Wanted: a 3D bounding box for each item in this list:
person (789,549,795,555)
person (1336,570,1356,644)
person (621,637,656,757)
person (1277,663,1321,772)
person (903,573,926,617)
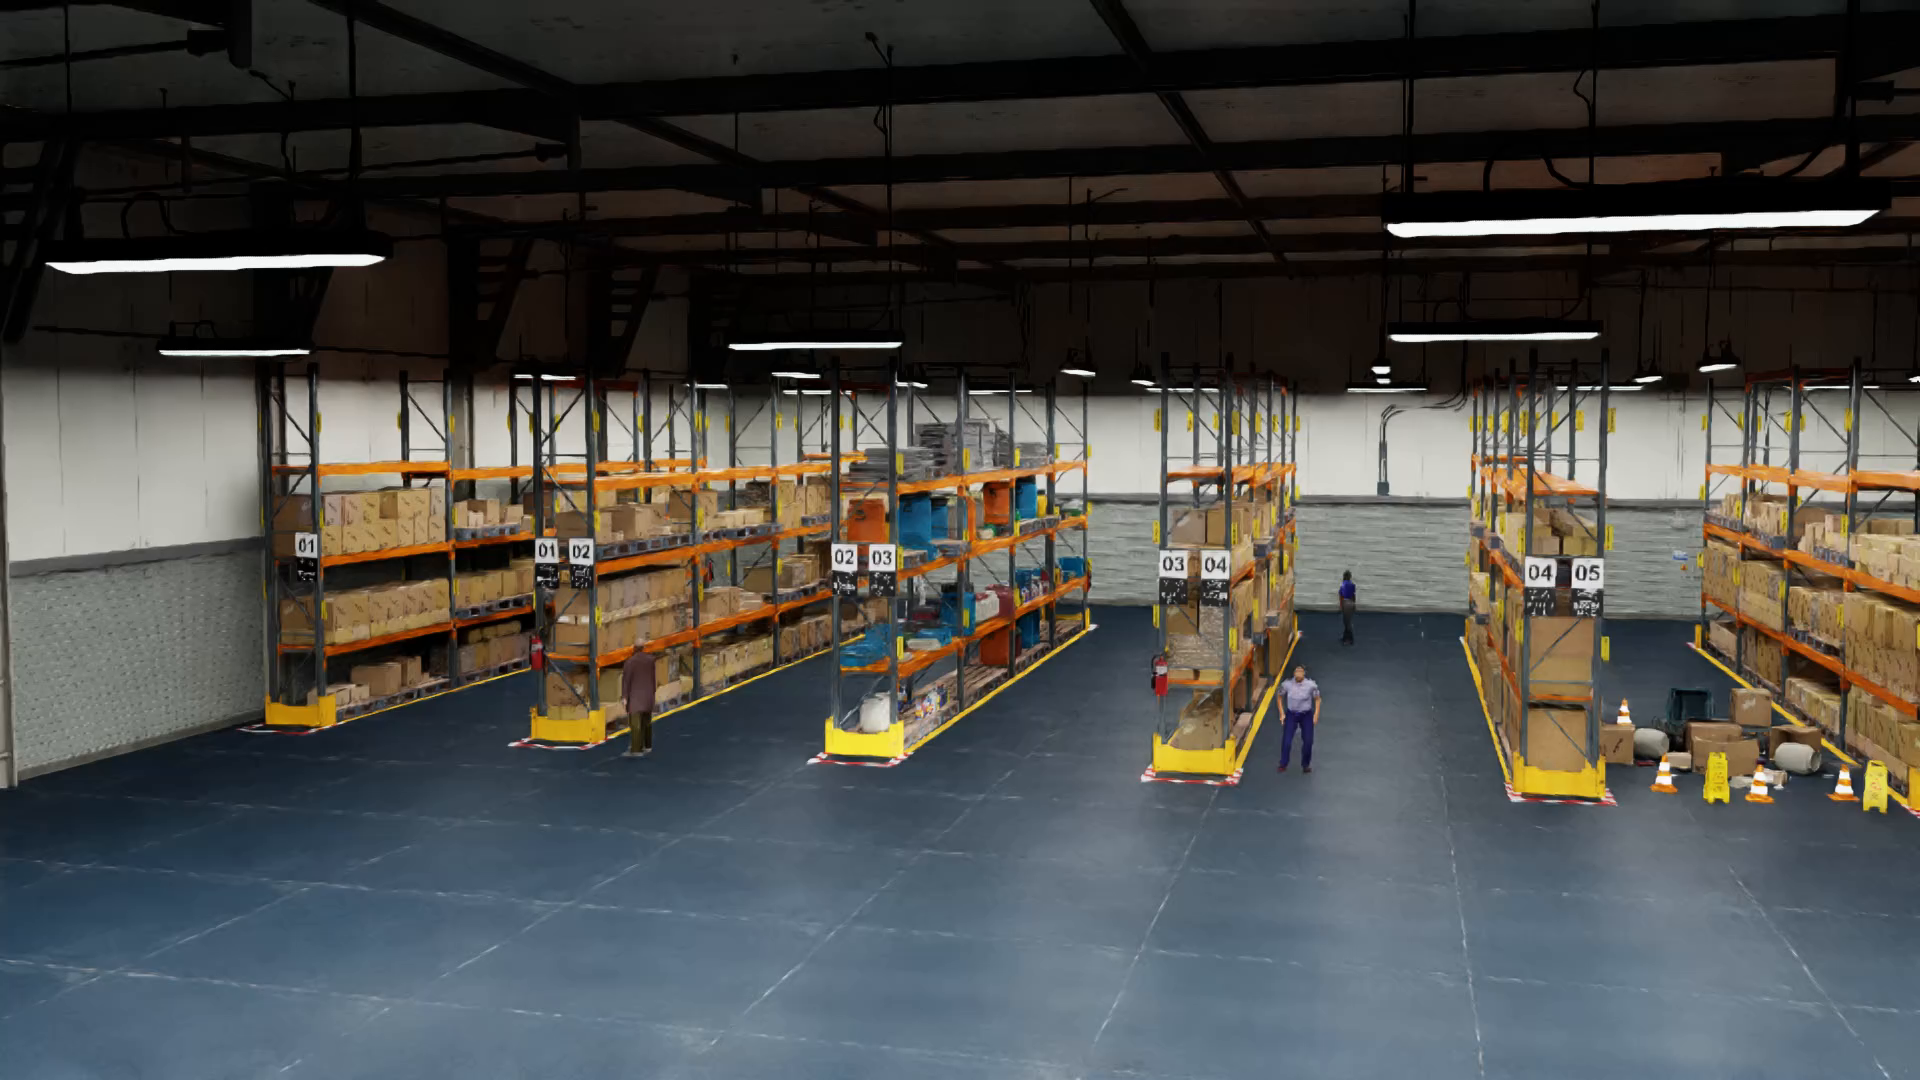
[{"bbox_3d":[-4.562,1.053,44.952,0.458,1.597,0.492,-3,5,-34],"label":"person"},{"bbox_3d":[8.754,1.512,37.709,0.556,1.650,0.588,3,5,40],"label":"person"},{"bbox_3d":[-4.851,2.342,24.965,0.636,1.782,0.551,-4,6,-45],"label":"person"},{"bbox_3d":[4.851,2.536,23.839,0.621,1.595,0.507,1,4,10],"label":"person"},{"bbox_3d":[-1.101,1.094,42.696,0.722,1.781,0.564,-3,5,-41],"label":"person"}]
